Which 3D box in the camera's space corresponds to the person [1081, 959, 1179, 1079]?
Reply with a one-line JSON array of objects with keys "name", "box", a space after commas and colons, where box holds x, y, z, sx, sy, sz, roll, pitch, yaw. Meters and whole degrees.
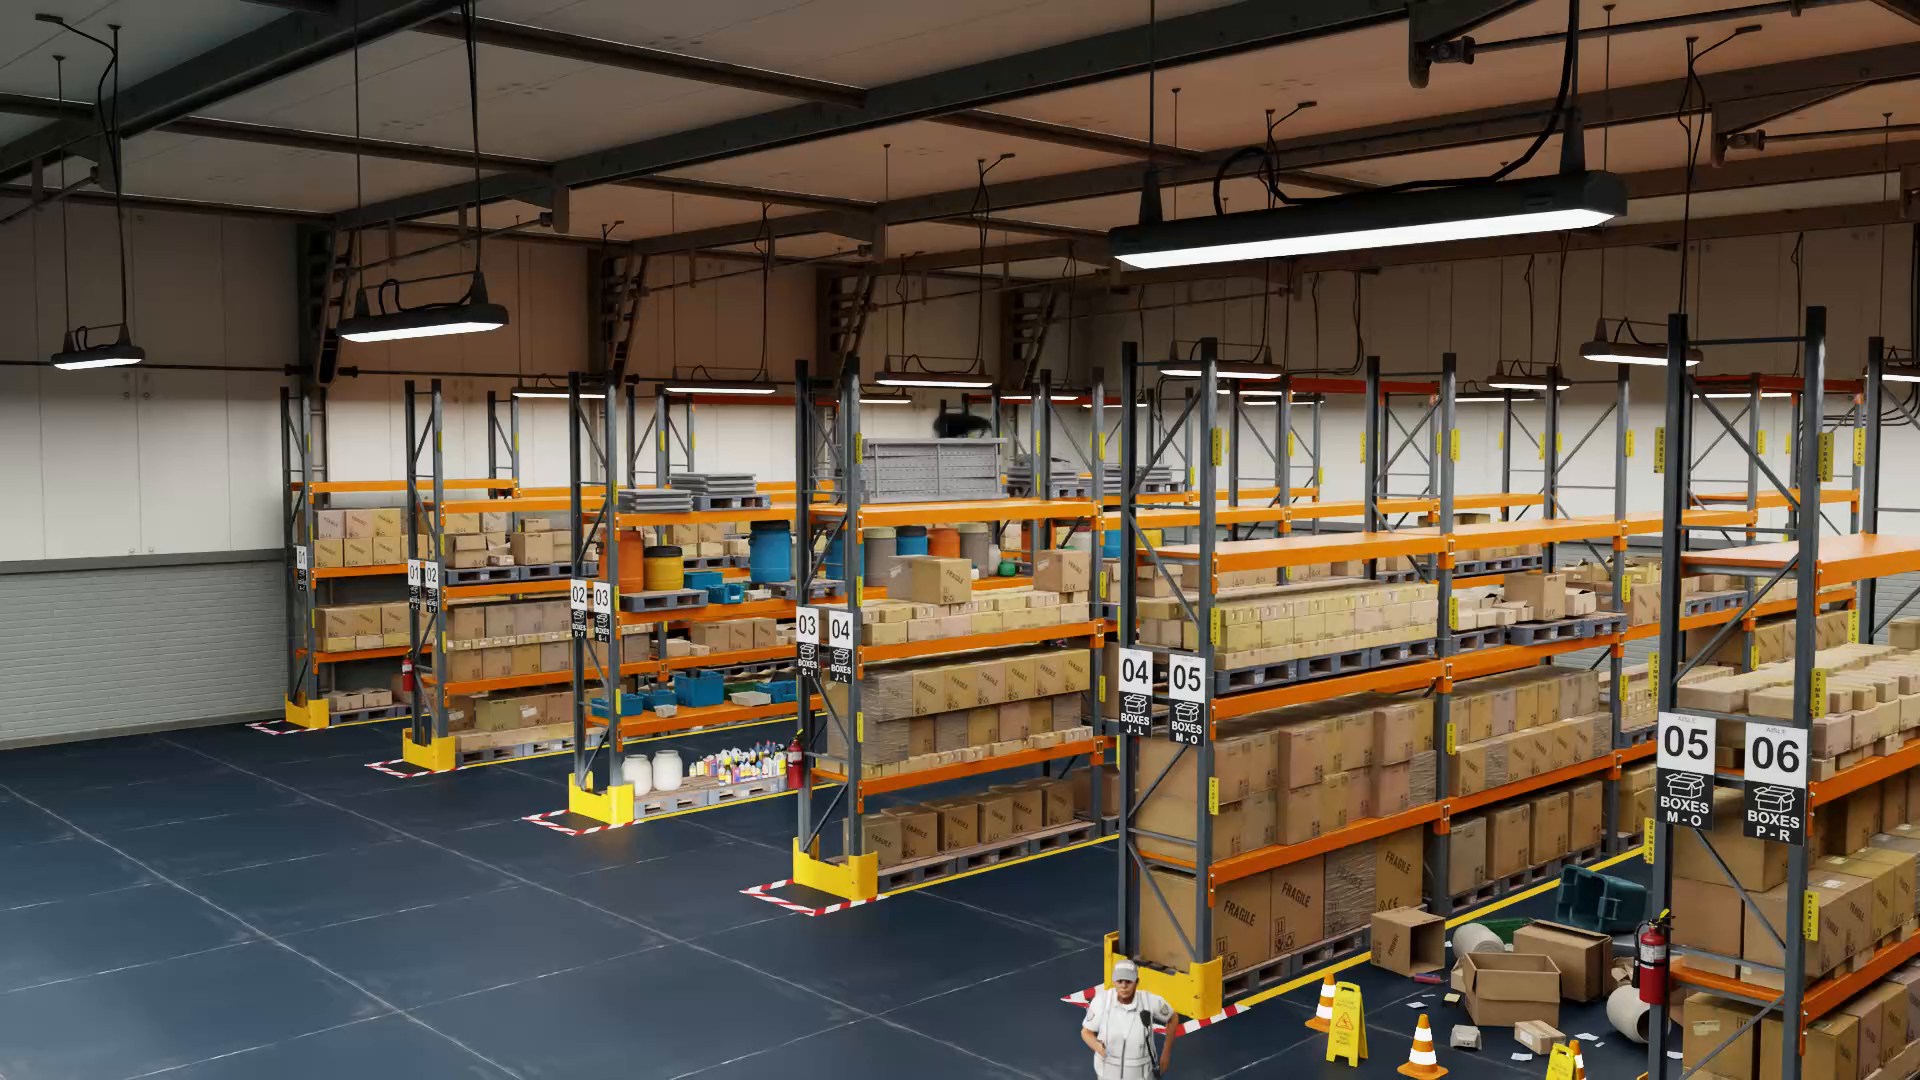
[{"name": "person", "box": [1.137, 3.642, 11.242, 0.627, 1.692, 0.777, 1, 4, 16]}]
